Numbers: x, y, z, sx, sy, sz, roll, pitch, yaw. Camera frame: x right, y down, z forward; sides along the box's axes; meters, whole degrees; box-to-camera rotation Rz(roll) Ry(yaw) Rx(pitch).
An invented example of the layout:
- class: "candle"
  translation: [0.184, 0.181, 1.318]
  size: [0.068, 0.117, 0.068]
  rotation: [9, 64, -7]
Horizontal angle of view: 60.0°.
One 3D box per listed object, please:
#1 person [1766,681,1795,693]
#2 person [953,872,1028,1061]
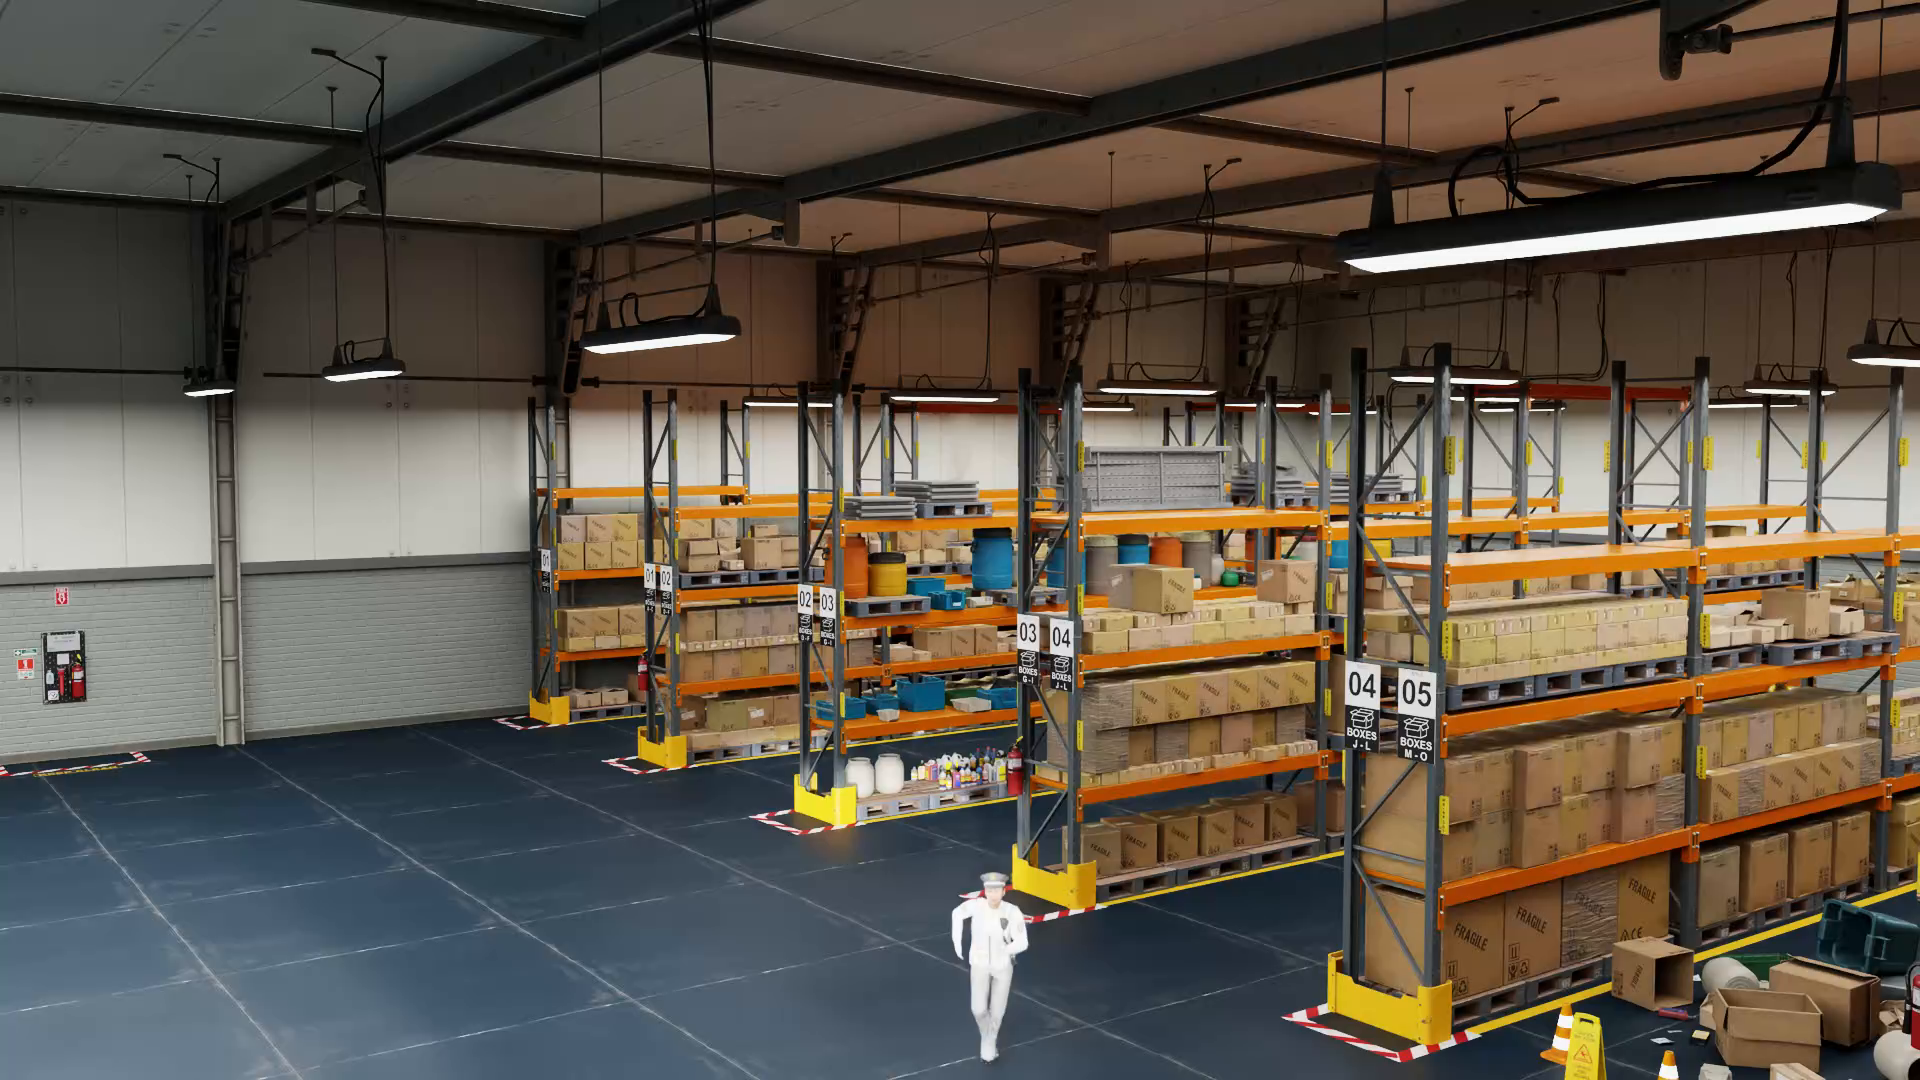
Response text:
- class: "person"
  translation: [12.344, 2.825, 24.909]
  size: [0.661, 1.820, 0.997]
  rotation: [3, 5, 44]
- class: "person"
  translation: [0.243, 3.511, 13.672]
  size: [0.644, 1.642, 0.733]
  rotation: [0, 3, 5]
